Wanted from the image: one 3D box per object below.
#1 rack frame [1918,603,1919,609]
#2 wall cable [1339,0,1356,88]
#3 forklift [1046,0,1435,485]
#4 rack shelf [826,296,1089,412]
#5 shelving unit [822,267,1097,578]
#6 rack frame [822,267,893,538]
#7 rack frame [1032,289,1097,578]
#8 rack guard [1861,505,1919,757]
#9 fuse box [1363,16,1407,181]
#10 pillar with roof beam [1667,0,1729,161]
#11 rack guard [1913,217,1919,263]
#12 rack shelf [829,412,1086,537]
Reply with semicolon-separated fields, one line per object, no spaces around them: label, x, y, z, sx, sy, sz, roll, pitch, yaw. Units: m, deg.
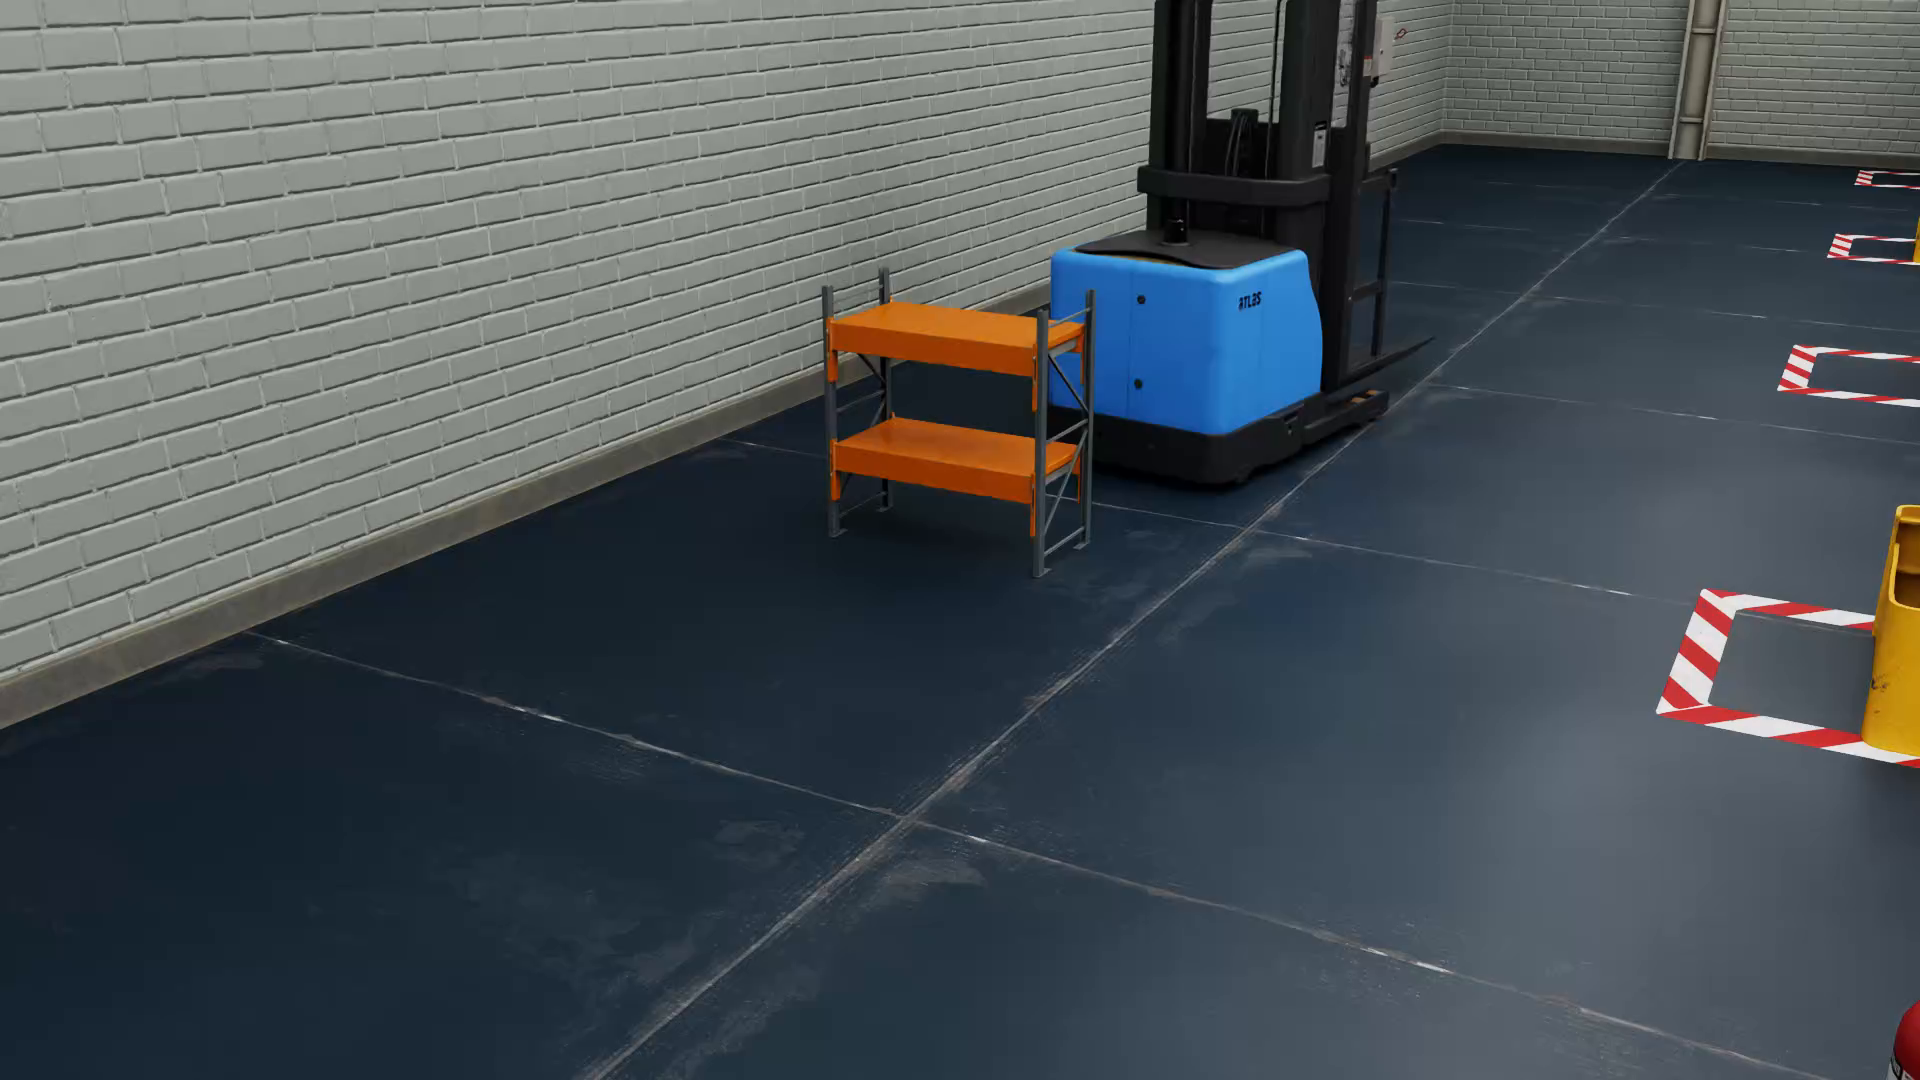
rack frame;3.431;-0.873;5.373;0.127;3.000;1.000;11;23;27
wall cable;4.011;-5.656;17.069;0.122;1.984;0.588;11;23;27
forklift;1.721;-2.079;8.797;1.130;2.935;3.031;15;25;35
rack shelf;-0.006;-0.805;7.077;1.000;0.278;0.538;11;23;27
shelving unit;-0.006;-0.530;7.176;1.048;1.125;0.538;11;23;27
rack frame;-0.450;-0.614;7.409;0.032;1.125;0.500;11;23;27
rack frame;0.438;-0.445;6.943;0.032;1.125;0.500;11;23;27
rack guard;3.410;0.298;5.811;0.348;0.500;1.175;11;23;27
fuse box;4.482;-4.750;17.949;0.414;1.711;0.539;11;23;27
pillar with roof beam;6.668;-7.557;15.002;0.400;9.000;9.100;11;23;27
rack guard;8.243;-2.652;13.944;0.348;0.500;1.175;11;23;27
rack shelf;-0.006;-0.300;7.260;1.000;0.278;0.538;11;23;27
